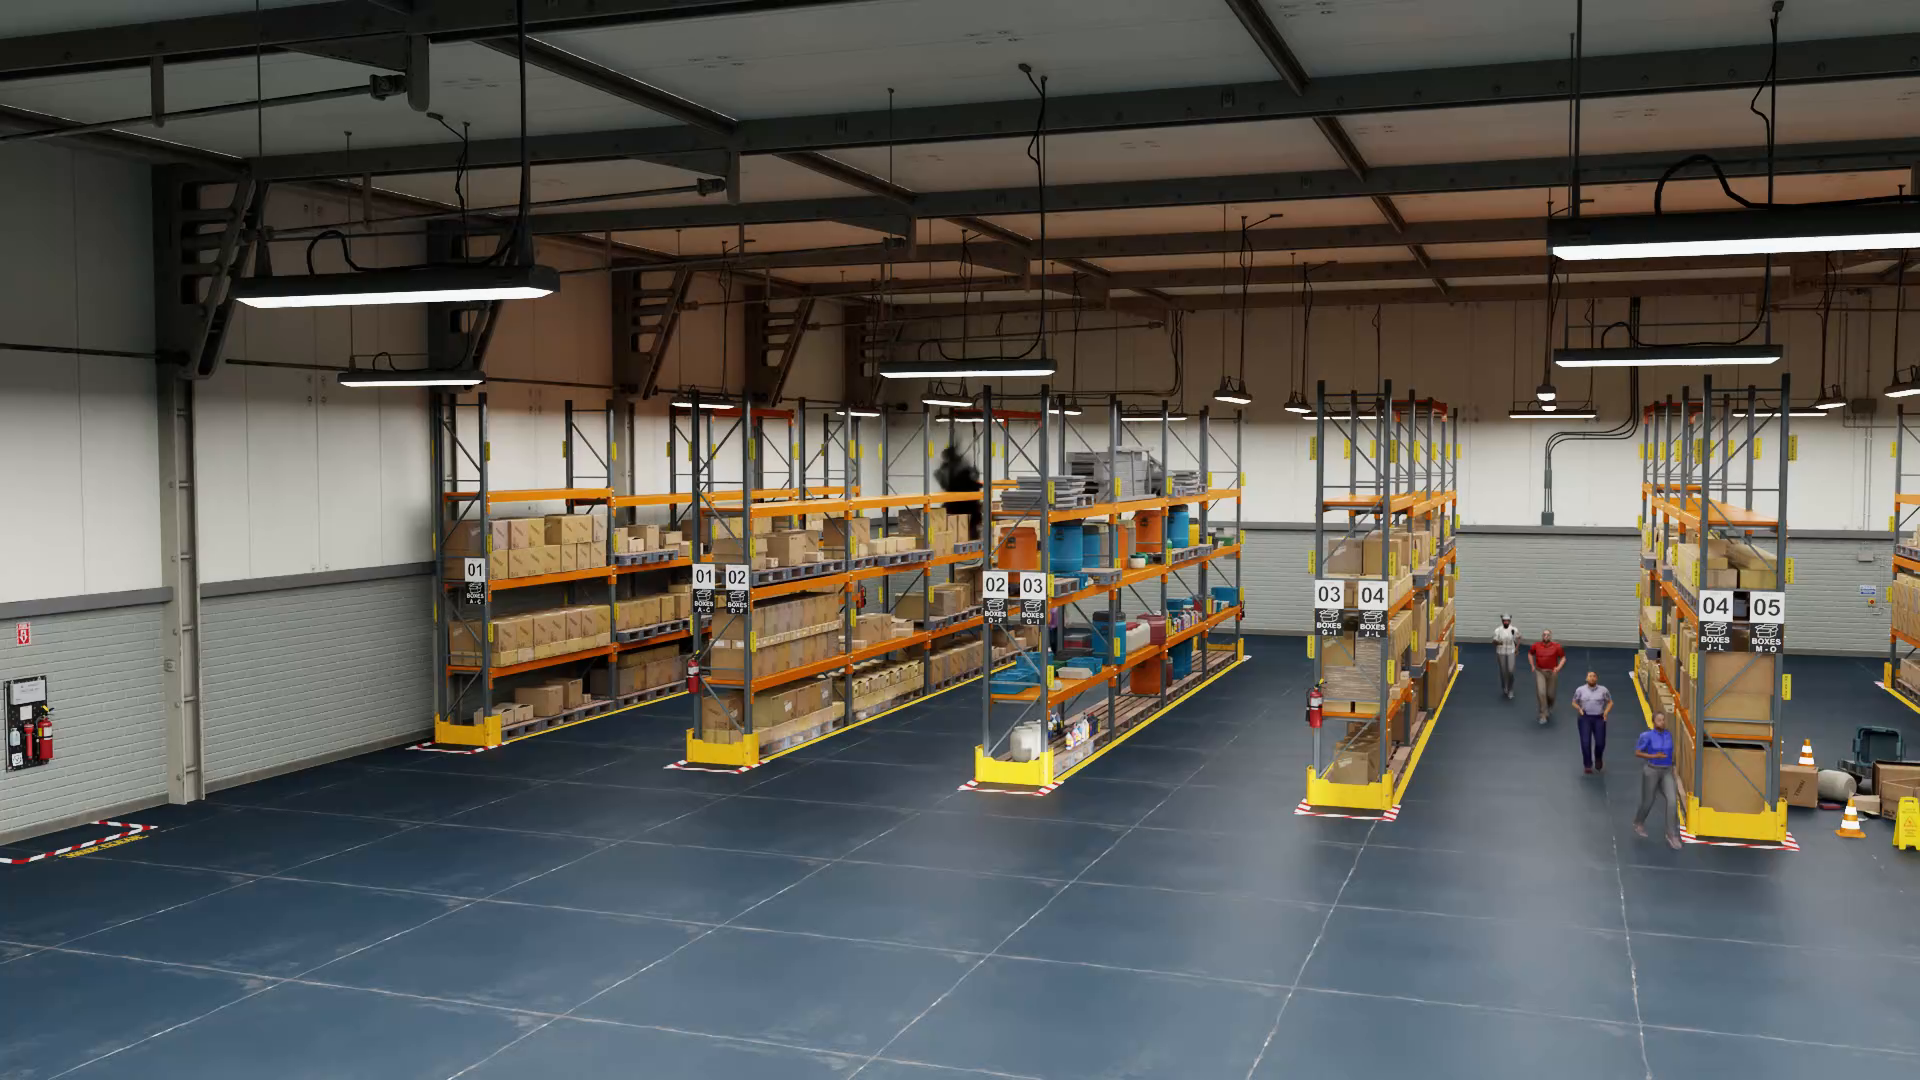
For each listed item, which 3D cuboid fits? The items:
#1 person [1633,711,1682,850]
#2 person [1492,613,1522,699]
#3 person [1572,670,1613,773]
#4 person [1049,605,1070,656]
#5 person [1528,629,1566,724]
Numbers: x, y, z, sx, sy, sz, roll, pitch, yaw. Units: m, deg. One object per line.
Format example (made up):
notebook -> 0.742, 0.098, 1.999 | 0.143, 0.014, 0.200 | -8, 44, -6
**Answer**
person -> 8.890, 3.042, 21.229 | 0.581, 1.691, 0.788 | 0, 3, -4
person -> 11.148, 2.363, 33.917 | 0.554, 1.751, 0.746 | 1, 3, 21
person -> 9.810, 2.829, 25.805 | 0.599, 1.589, 0.557 | 1, 3, 20
person -> 2.164, 1.961, 37.025 | 0.561, 1.585, 0.505 | 1, 3, 10
person -> 10.910, 2.515, 30.930 | 0.675, 1.730, 0.868 | 1, 3, 18
